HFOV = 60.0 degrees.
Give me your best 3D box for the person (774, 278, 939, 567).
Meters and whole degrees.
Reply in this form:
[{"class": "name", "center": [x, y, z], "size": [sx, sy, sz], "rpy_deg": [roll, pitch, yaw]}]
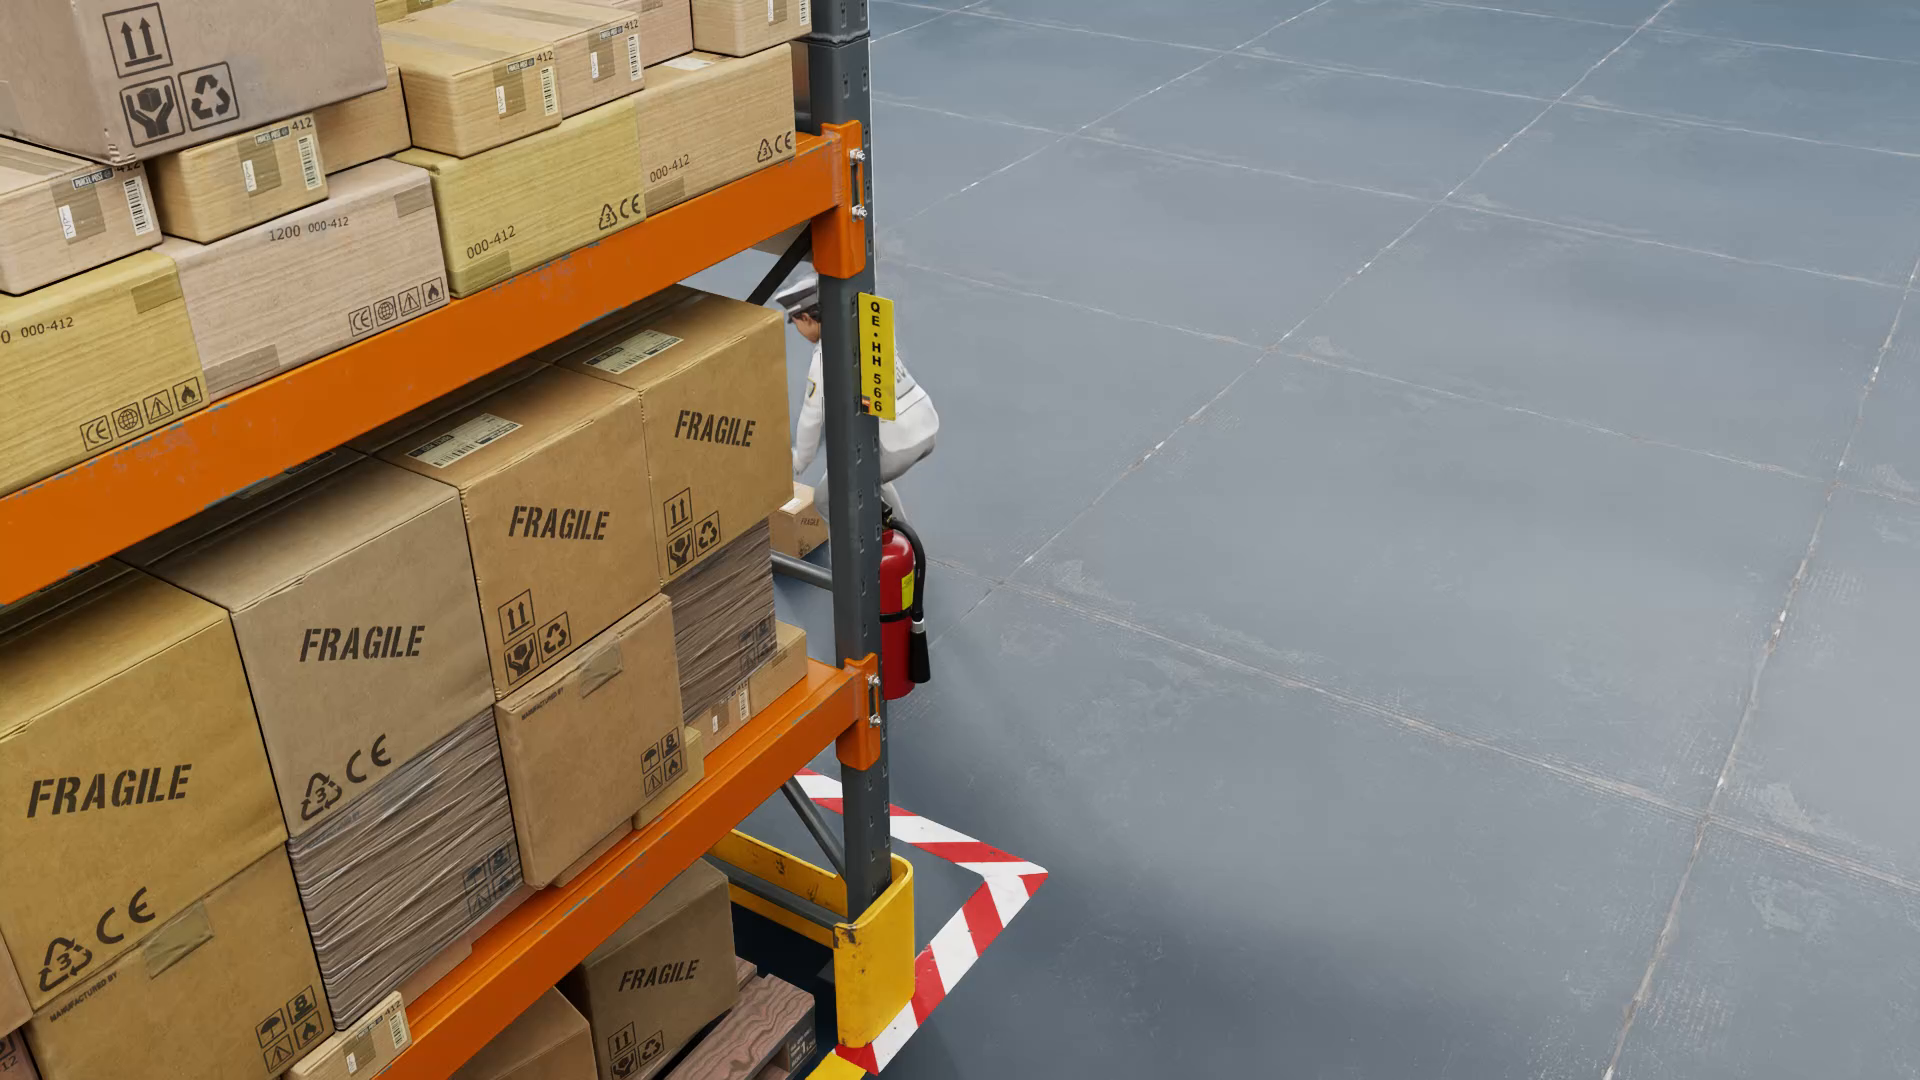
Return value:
[{"class": "person", "center": [-0.453, -0.449, 7.181], "size": [0.709, 1.375, 0.535], "rpy_deg": [18, 35, 27]}]
